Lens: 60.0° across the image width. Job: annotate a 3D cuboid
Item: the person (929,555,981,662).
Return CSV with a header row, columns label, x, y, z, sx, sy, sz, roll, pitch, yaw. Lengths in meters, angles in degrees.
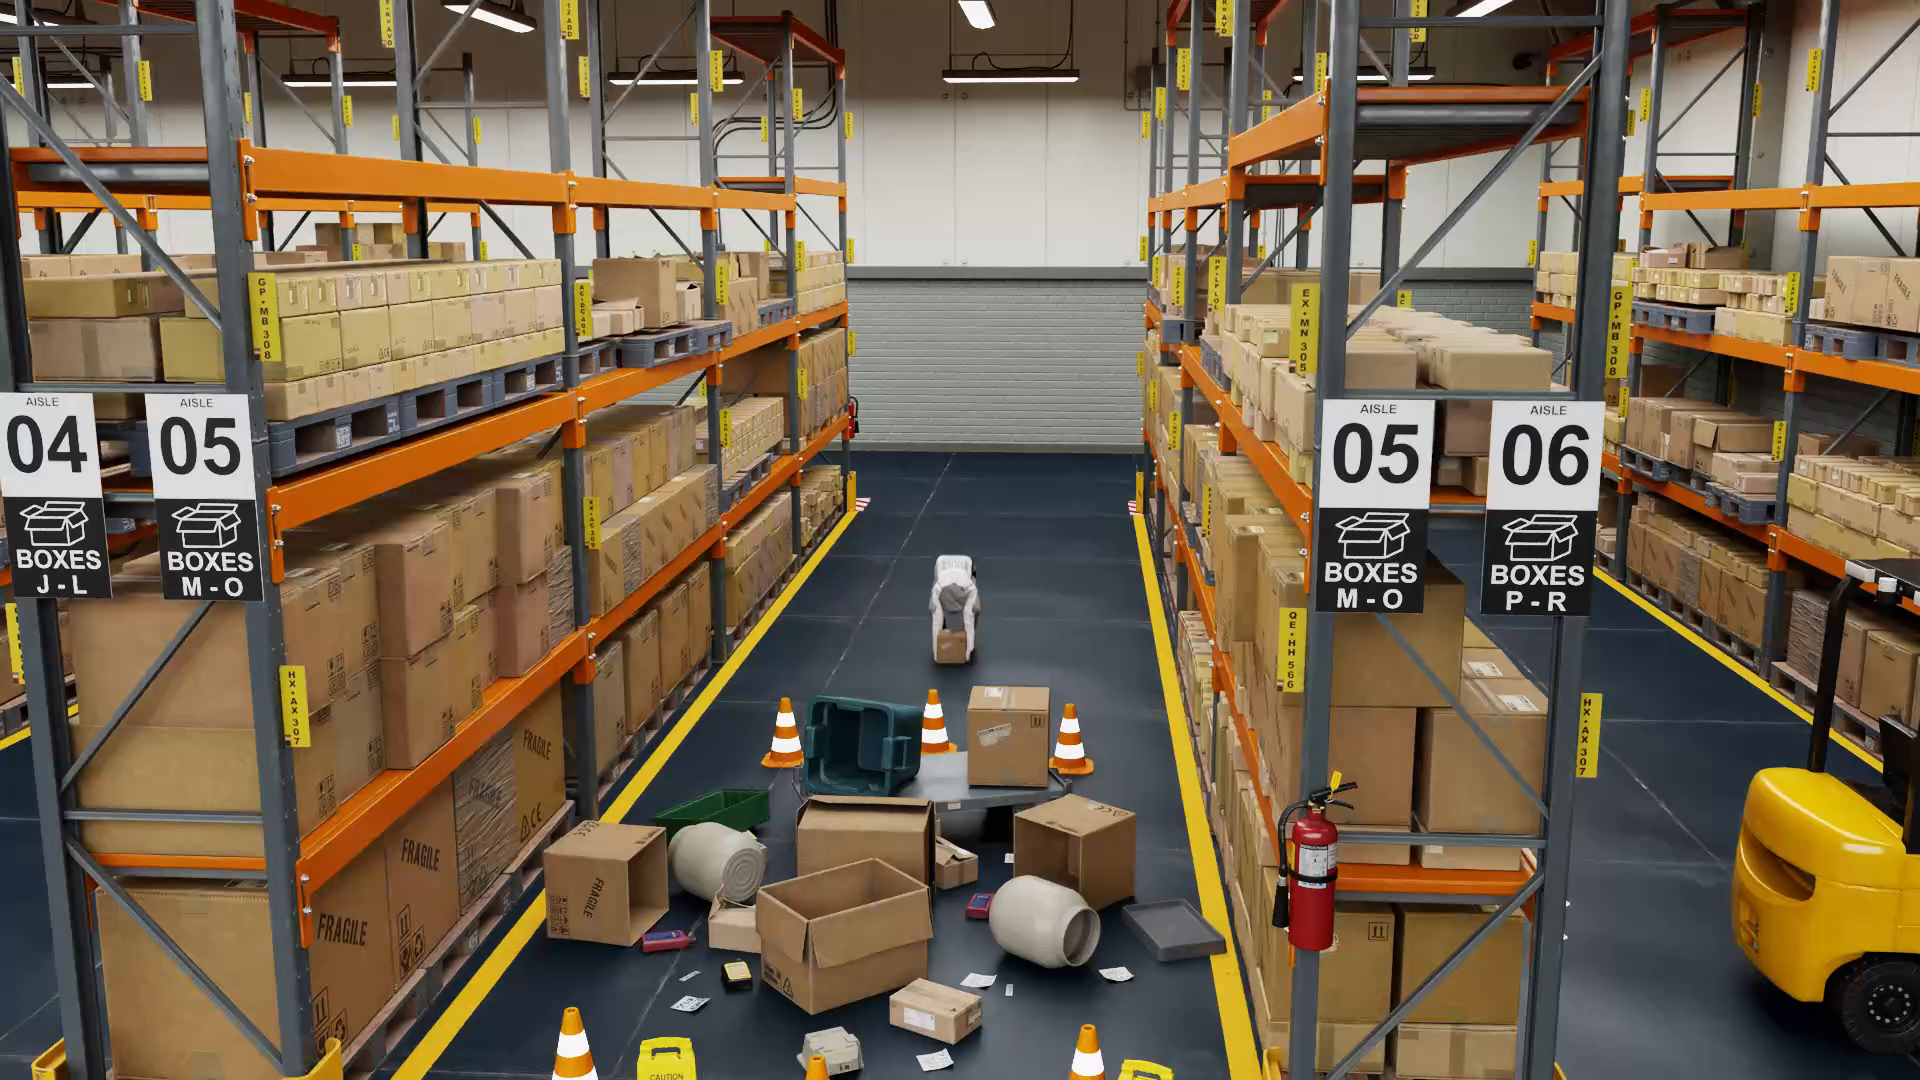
label,x,y,z,sx,sy,sz,roll,pitch,yaw
person,-0.048,0.603,14.915,0.465,0.861,0.883,0,11,1
